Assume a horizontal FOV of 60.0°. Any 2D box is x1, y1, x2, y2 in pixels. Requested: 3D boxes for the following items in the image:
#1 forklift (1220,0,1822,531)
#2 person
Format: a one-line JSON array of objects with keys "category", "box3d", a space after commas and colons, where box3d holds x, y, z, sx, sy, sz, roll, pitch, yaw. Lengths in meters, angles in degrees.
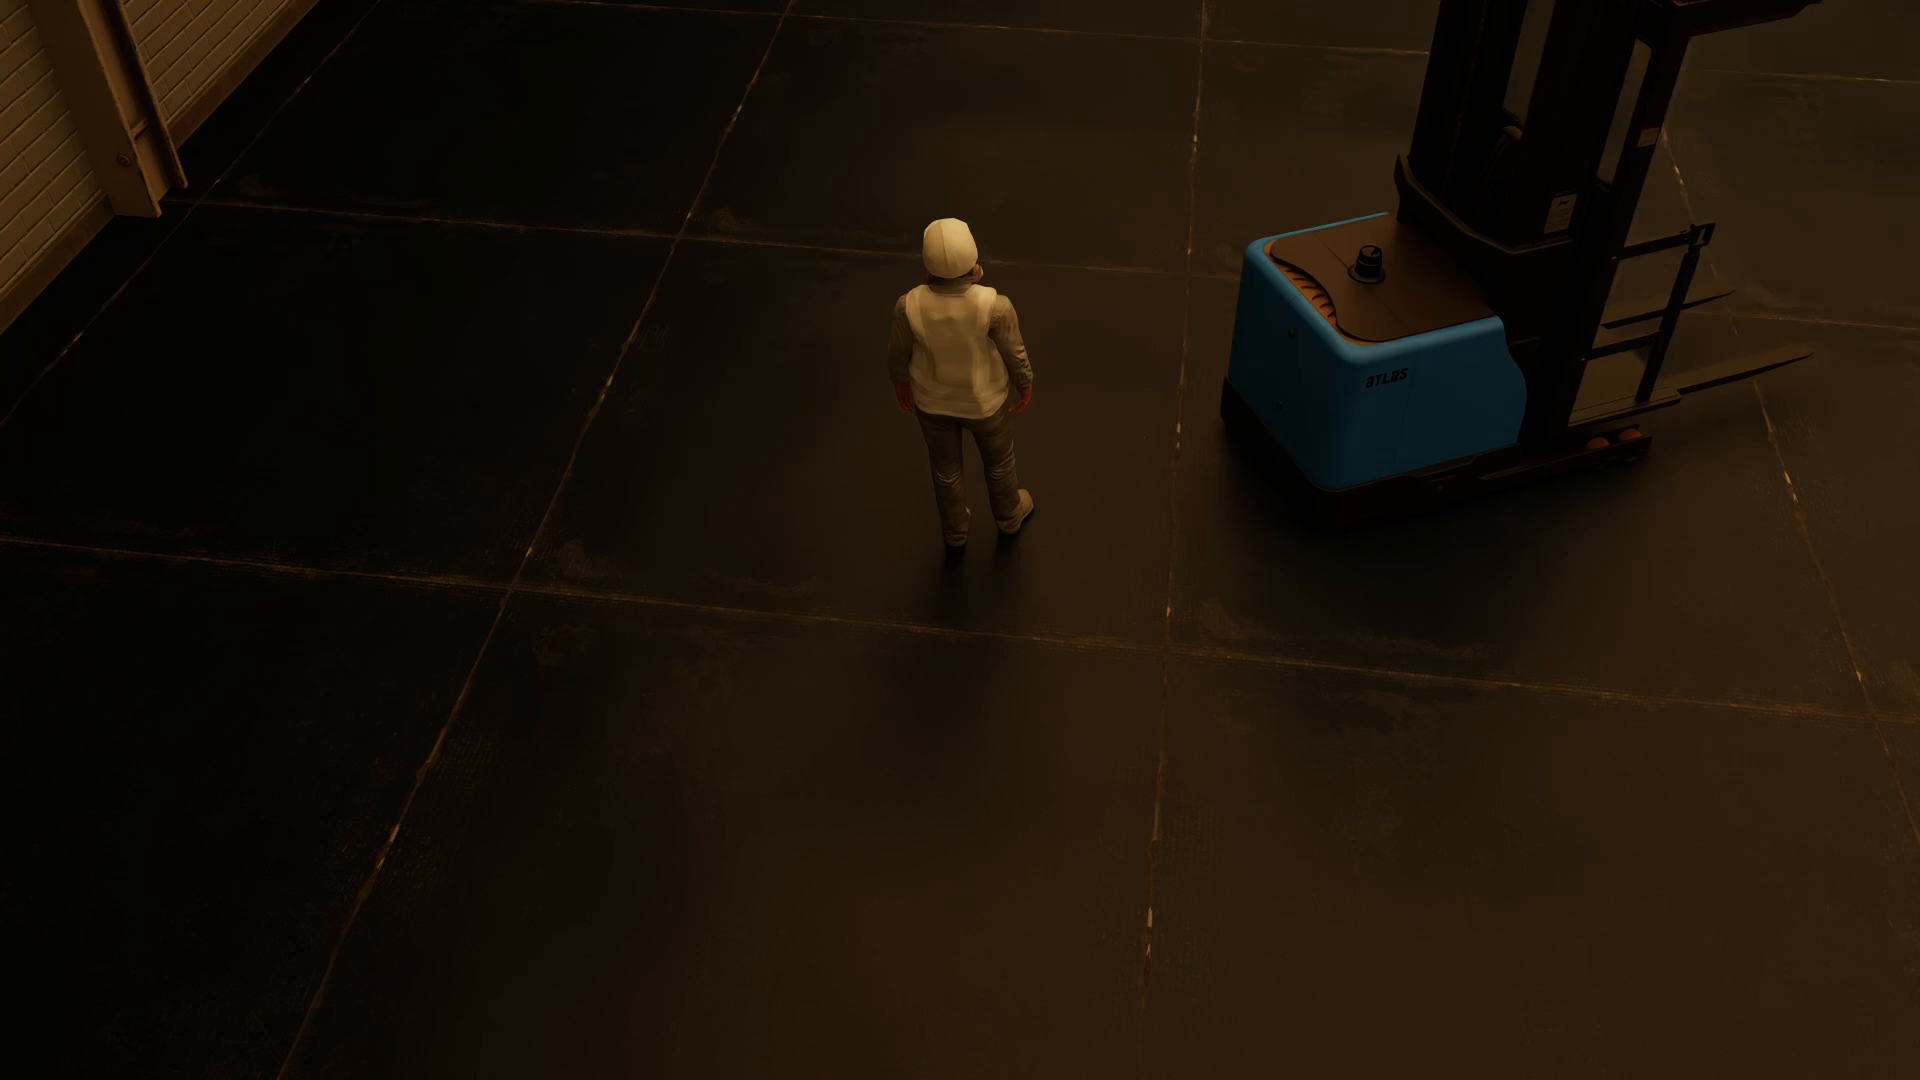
[{"category": "forklift", "box3d": [2.899, -1.744, 7.623, 3.031, 2.935, 1.130, -14, 44, -15]}, {"category": "person", "box3d": [0.016, -0.700, 7.331, 0.633, 1.775, 0.566, 5, 43, 6]}]
